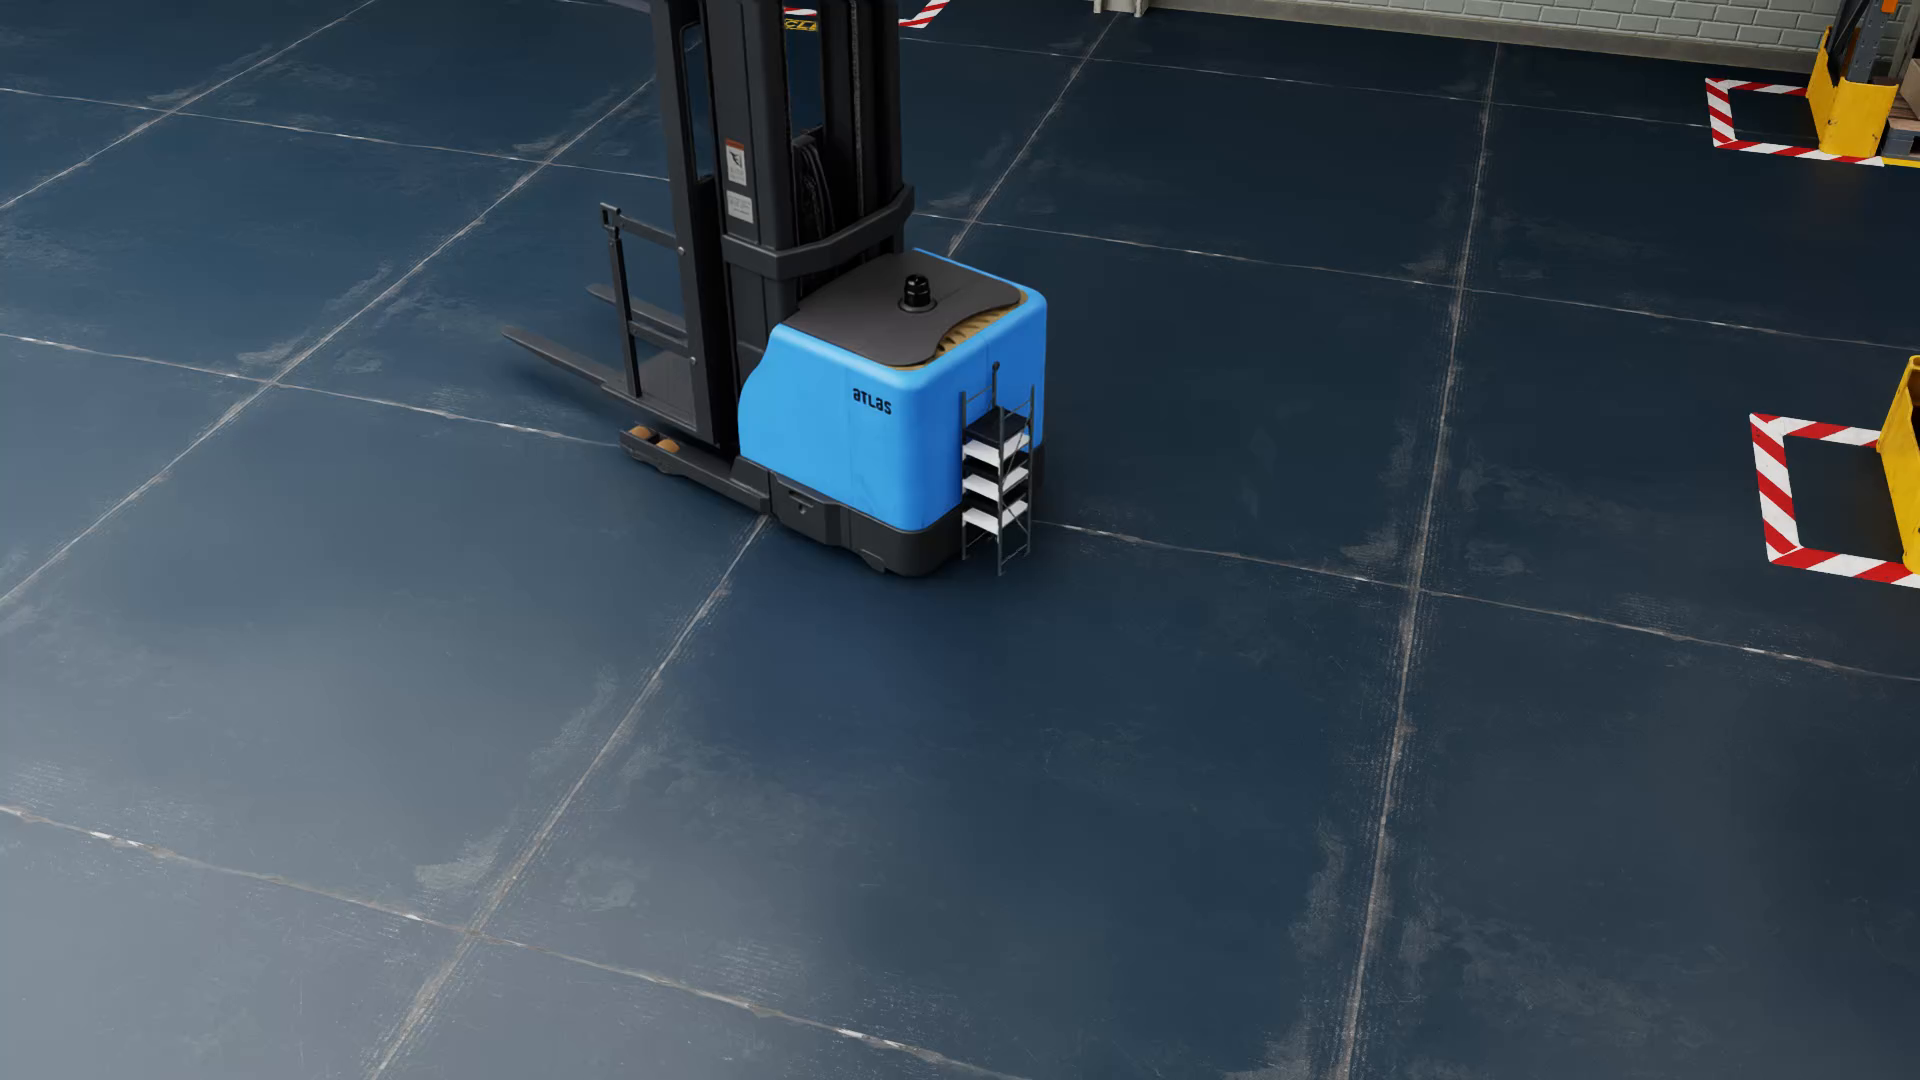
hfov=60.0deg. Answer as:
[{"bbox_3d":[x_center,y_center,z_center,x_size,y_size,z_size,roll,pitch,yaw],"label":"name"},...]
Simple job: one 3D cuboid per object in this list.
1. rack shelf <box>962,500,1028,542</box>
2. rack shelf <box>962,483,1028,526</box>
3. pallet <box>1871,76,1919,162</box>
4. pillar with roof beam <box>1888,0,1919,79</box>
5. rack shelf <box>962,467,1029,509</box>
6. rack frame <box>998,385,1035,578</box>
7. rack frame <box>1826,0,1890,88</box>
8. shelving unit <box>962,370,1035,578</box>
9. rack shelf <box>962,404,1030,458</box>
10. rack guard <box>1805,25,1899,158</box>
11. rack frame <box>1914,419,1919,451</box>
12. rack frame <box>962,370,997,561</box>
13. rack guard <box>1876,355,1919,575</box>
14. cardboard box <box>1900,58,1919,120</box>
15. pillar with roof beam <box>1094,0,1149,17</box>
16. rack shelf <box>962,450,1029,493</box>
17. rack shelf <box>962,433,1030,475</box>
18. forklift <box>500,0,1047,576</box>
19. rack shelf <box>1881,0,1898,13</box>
[{"bbox_3d":[0.165,-0.114,7.505,0.200,0.077,0.258,25,43,30],"label":"rack shelf"},{"bbox_3d":[0.165,-0.186,7.452,0.200,0.077,0.258,25,43,30],"label":"rack shelf"},{"bbox_3d":[6.967,-2.857,11.453,1.213,0.211,1.003,10,38,14],"label":"pallet"},{"bbox_3d":[5.772,-4.503,6.276,0.400,9.000,9.100,10,38,14],"label":"pillar with roof beam"},{"bbox_3d":[0.165,-0.259,7.398,0.200,0.077,0.258,25,43,30],"label":"rack shelf"},{"bbox_3d":[0.246,-0.248,7.328,0.006,0.900,0.240,25,43,30],"label":"rack frame"},{"bbox_3d":[6.130,-4.157,10.867,0.127,3.000,1.000,10,38,14],"label":"rack frame"},{"bbox_3d":[0.165,-0.285,7.379,0.210,0.900,0.258,25,43,30],"label":"shelving unit"},{"bbox_3d":[0.165,-0.476,7.238,0.200,0.077,0.258,25,43,30],"label":"rack shelf"},{"bbox_3d":[6.202,-3.136,11.590,0.348,0.500,1.175,10,38,14],"label":"rack guard"},{"bbox_3d":[4.656,-1.353,7.058,0.127,3.000,1.000,10,38,14],"label":"rack frame"},{"bbox_3d":[0.085,-0.322,7.429,0.006,0.900,0.240,25,43,30],"label":"rack frame"},{"bbox_3d":[4.633,-0.351,7.805,0.348,0.500,1.175,10,38,14],"label":"rack guard"},{"bbox_3d":[6.763,-3.078,11.298,0.500,0.311,0.500,6,37,9],"label":"cardboard box"},{"bbox_3d":[0.045,-5.563,7.717,0.400,9.000,9.100,10,38,14],"label":"pillar with roof beam"},{"bbox_3d":[0.165,-0.331,7.345,0.200,0.077,0.258,25,43,30],"label":"rack shelf"},{"bbox_3d":[0.165,-0.403,7.292,0.200,0.077,0.258,25,43,30],"label":"rack shelf"},{"bbox_3d":[-1.068,-1.731,7.629,3.031,2.935,1.130,25,43,30],"label":"forklift"},{"bbox_3d":[8.039,-3.513,10.600,4.000,0.370,1.077,10,38,14],"label":"rack shelf"}]
